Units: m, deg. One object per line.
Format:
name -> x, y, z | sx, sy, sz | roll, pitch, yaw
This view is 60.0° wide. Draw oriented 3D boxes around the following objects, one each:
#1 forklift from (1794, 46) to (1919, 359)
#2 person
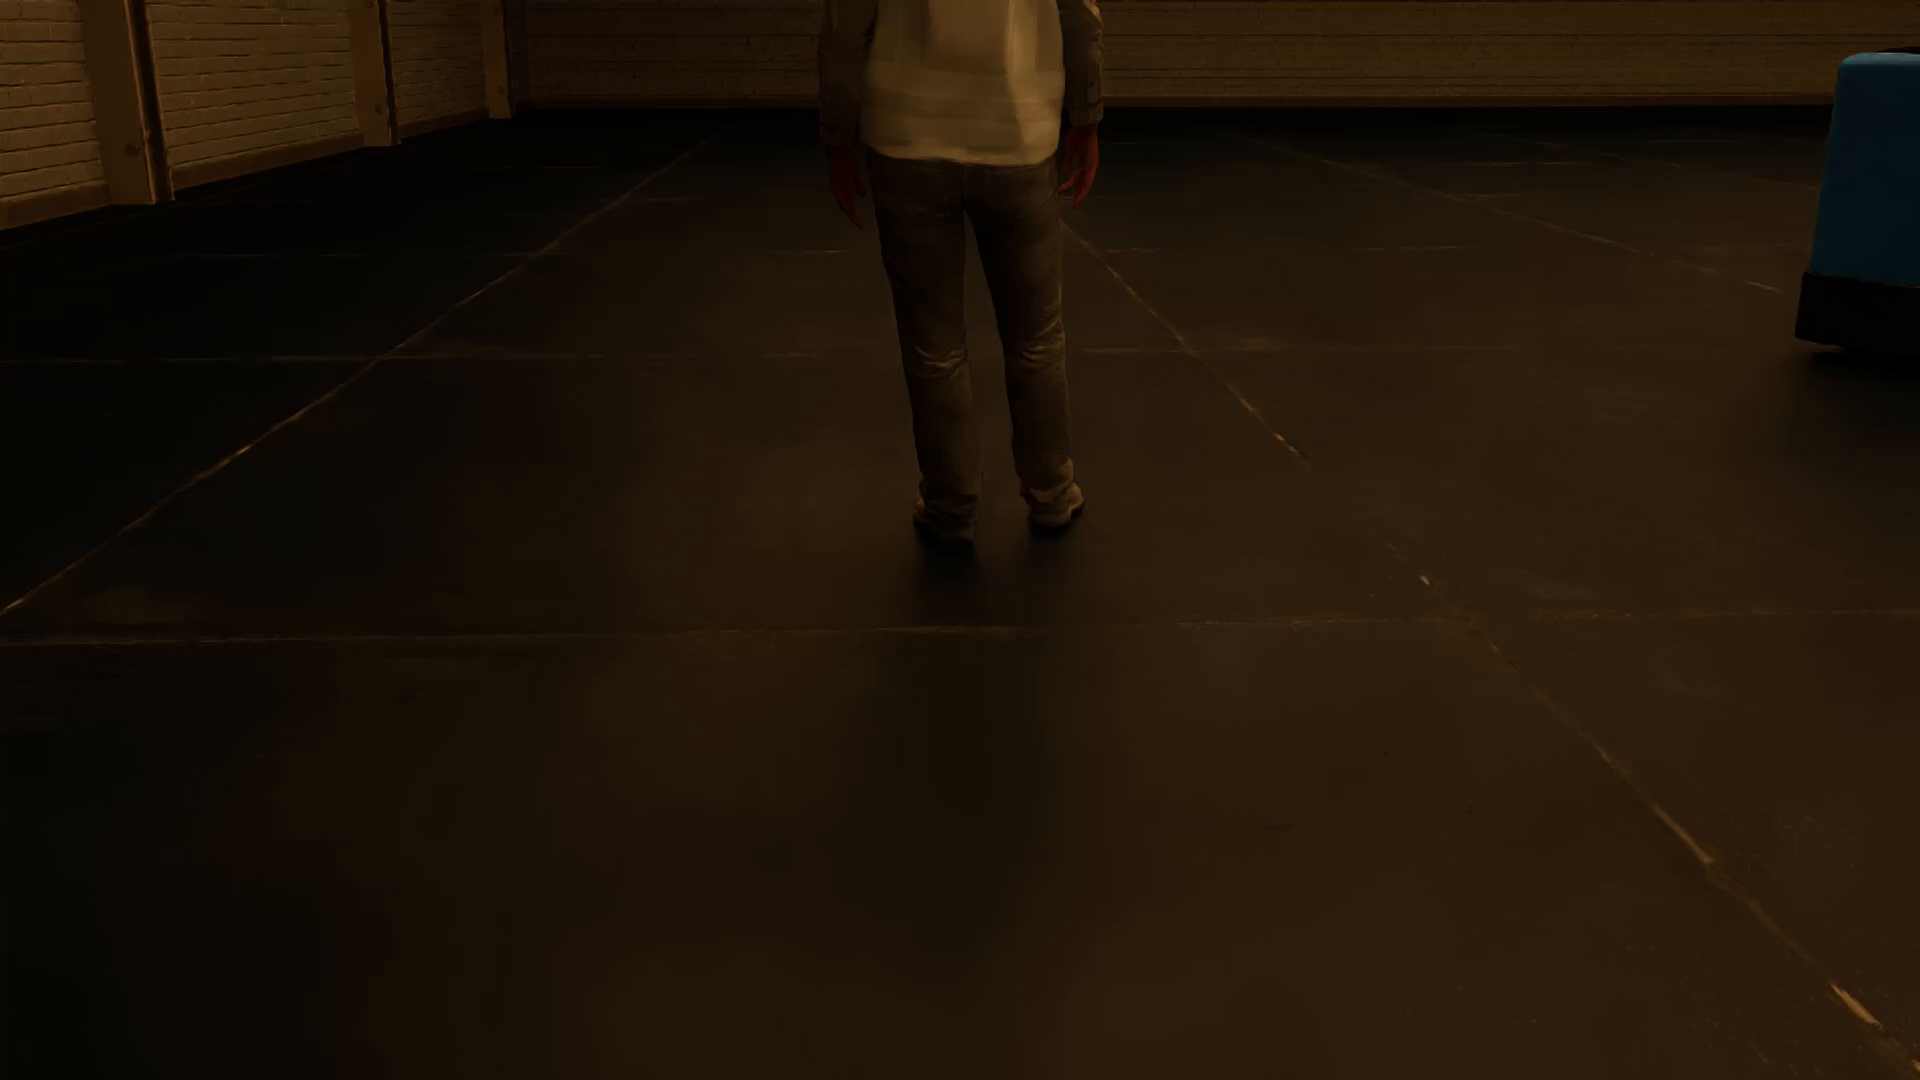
forklift -> 4.594, -2.181, 6.036 | 3.031, 2.935, 1.130 | -10, 20, -30
person -> 0.005, -0.873, 3.717 | 0.632, 1.773, 0.567 | -1, 17, -3
